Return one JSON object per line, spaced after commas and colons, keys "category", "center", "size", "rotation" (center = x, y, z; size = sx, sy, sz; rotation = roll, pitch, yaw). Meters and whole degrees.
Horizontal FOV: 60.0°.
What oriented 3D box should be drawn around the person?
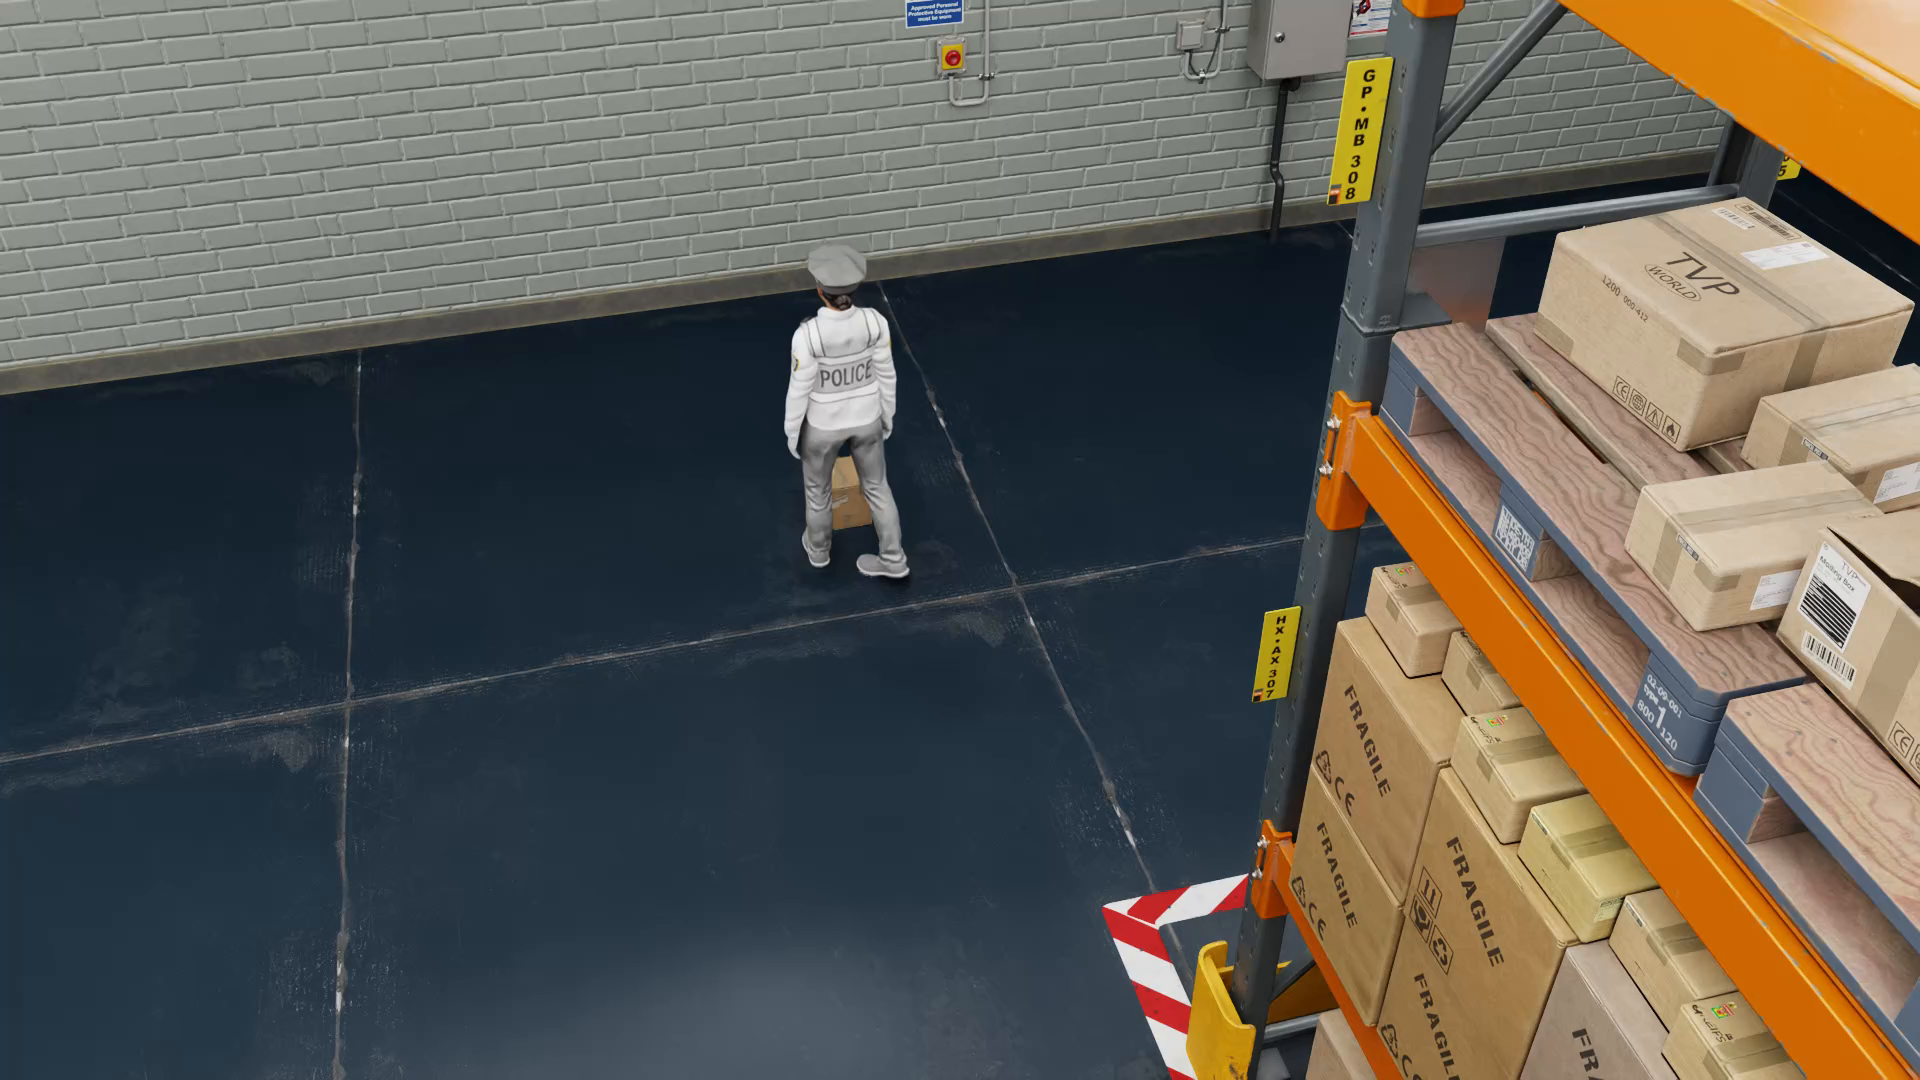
{"category": "person", "center": [-0.552, -0.547, 7.391], "size": [0.509, 1.689, 0.538], "rotation": [-15, 41, -18]}
